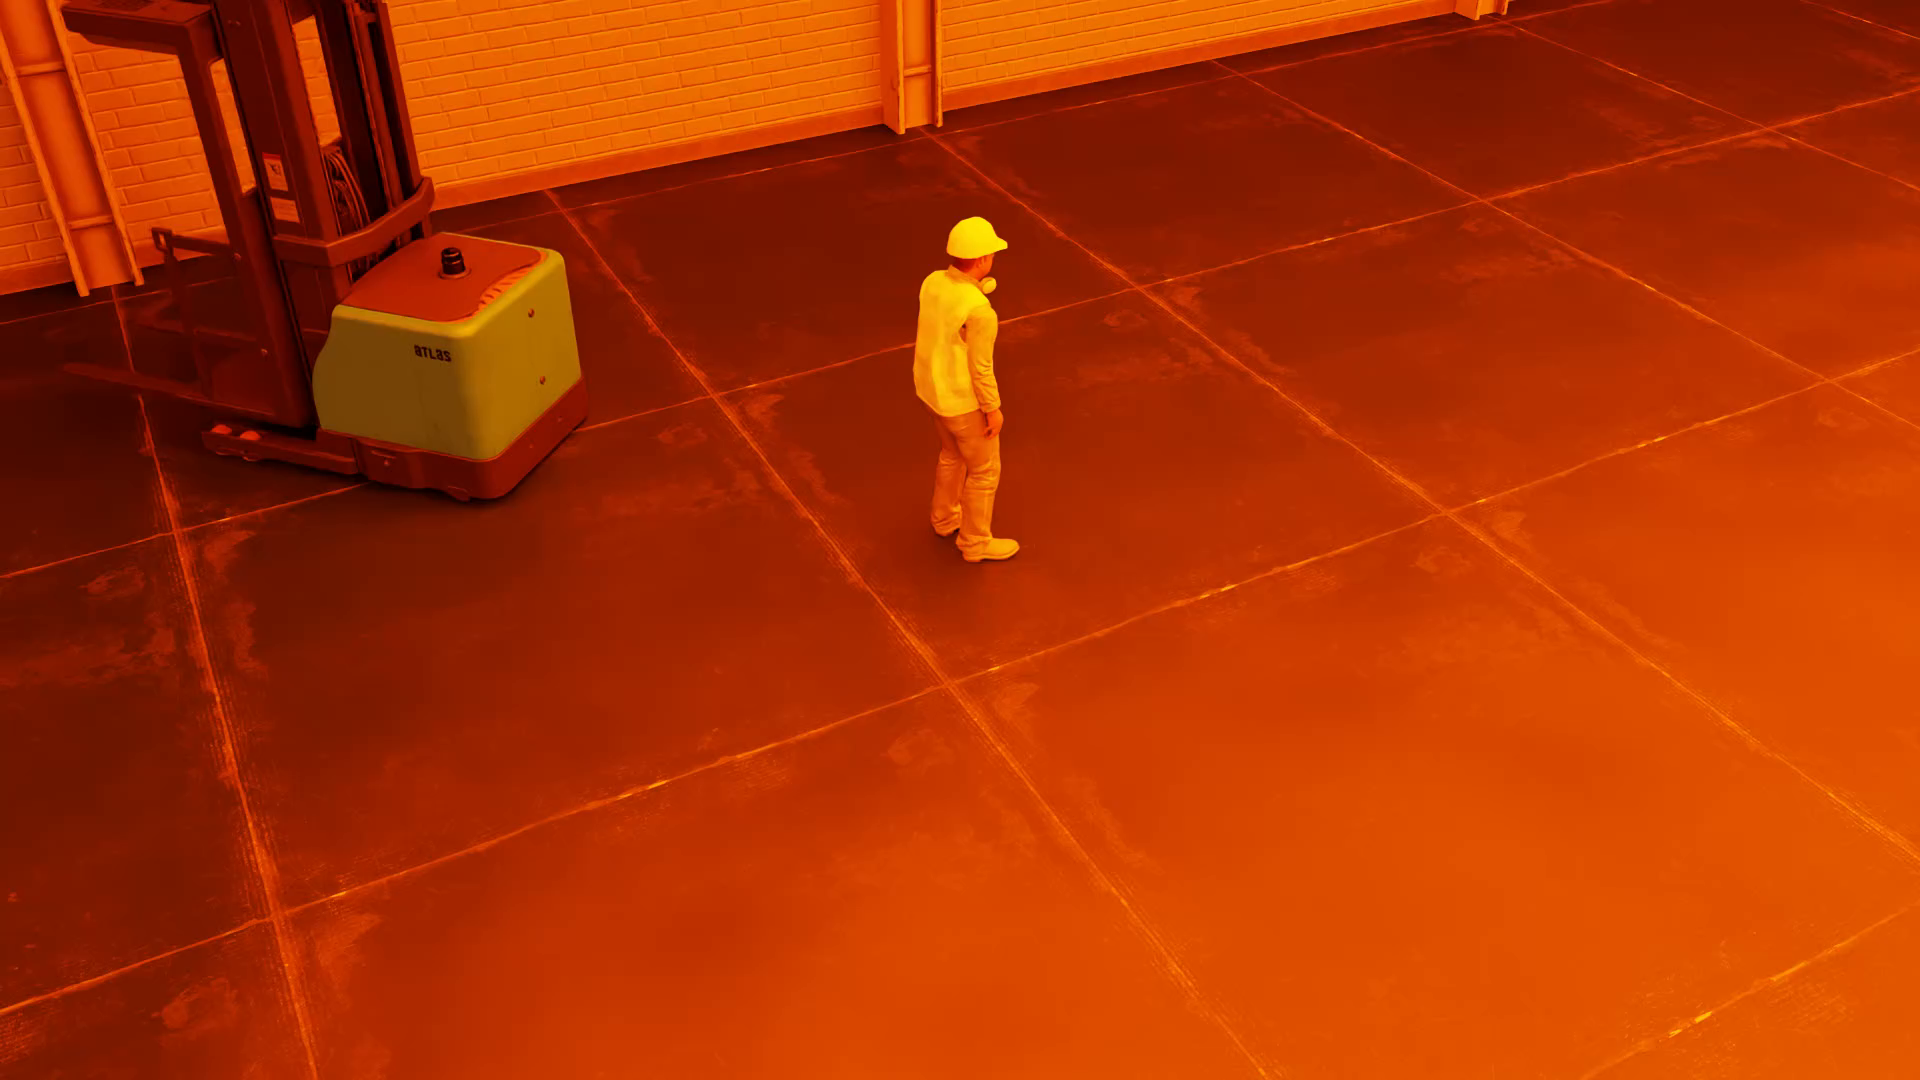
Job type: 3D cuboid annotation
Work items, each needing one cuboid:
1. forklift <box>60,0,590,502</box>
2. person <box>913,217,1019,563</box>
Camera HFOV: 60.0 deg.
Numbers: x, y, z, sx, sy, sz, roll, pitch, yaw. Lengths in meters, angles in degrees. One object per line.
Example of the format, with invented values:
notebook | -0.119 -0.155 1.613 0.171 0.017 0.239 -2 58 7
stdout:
forklift | -3.708 -1.911 8.826 3.031 2.935 1.130 11 37 16
person | 0.017 -0.734 8.168 0.463 1.770 0.580 -18 39 -24
